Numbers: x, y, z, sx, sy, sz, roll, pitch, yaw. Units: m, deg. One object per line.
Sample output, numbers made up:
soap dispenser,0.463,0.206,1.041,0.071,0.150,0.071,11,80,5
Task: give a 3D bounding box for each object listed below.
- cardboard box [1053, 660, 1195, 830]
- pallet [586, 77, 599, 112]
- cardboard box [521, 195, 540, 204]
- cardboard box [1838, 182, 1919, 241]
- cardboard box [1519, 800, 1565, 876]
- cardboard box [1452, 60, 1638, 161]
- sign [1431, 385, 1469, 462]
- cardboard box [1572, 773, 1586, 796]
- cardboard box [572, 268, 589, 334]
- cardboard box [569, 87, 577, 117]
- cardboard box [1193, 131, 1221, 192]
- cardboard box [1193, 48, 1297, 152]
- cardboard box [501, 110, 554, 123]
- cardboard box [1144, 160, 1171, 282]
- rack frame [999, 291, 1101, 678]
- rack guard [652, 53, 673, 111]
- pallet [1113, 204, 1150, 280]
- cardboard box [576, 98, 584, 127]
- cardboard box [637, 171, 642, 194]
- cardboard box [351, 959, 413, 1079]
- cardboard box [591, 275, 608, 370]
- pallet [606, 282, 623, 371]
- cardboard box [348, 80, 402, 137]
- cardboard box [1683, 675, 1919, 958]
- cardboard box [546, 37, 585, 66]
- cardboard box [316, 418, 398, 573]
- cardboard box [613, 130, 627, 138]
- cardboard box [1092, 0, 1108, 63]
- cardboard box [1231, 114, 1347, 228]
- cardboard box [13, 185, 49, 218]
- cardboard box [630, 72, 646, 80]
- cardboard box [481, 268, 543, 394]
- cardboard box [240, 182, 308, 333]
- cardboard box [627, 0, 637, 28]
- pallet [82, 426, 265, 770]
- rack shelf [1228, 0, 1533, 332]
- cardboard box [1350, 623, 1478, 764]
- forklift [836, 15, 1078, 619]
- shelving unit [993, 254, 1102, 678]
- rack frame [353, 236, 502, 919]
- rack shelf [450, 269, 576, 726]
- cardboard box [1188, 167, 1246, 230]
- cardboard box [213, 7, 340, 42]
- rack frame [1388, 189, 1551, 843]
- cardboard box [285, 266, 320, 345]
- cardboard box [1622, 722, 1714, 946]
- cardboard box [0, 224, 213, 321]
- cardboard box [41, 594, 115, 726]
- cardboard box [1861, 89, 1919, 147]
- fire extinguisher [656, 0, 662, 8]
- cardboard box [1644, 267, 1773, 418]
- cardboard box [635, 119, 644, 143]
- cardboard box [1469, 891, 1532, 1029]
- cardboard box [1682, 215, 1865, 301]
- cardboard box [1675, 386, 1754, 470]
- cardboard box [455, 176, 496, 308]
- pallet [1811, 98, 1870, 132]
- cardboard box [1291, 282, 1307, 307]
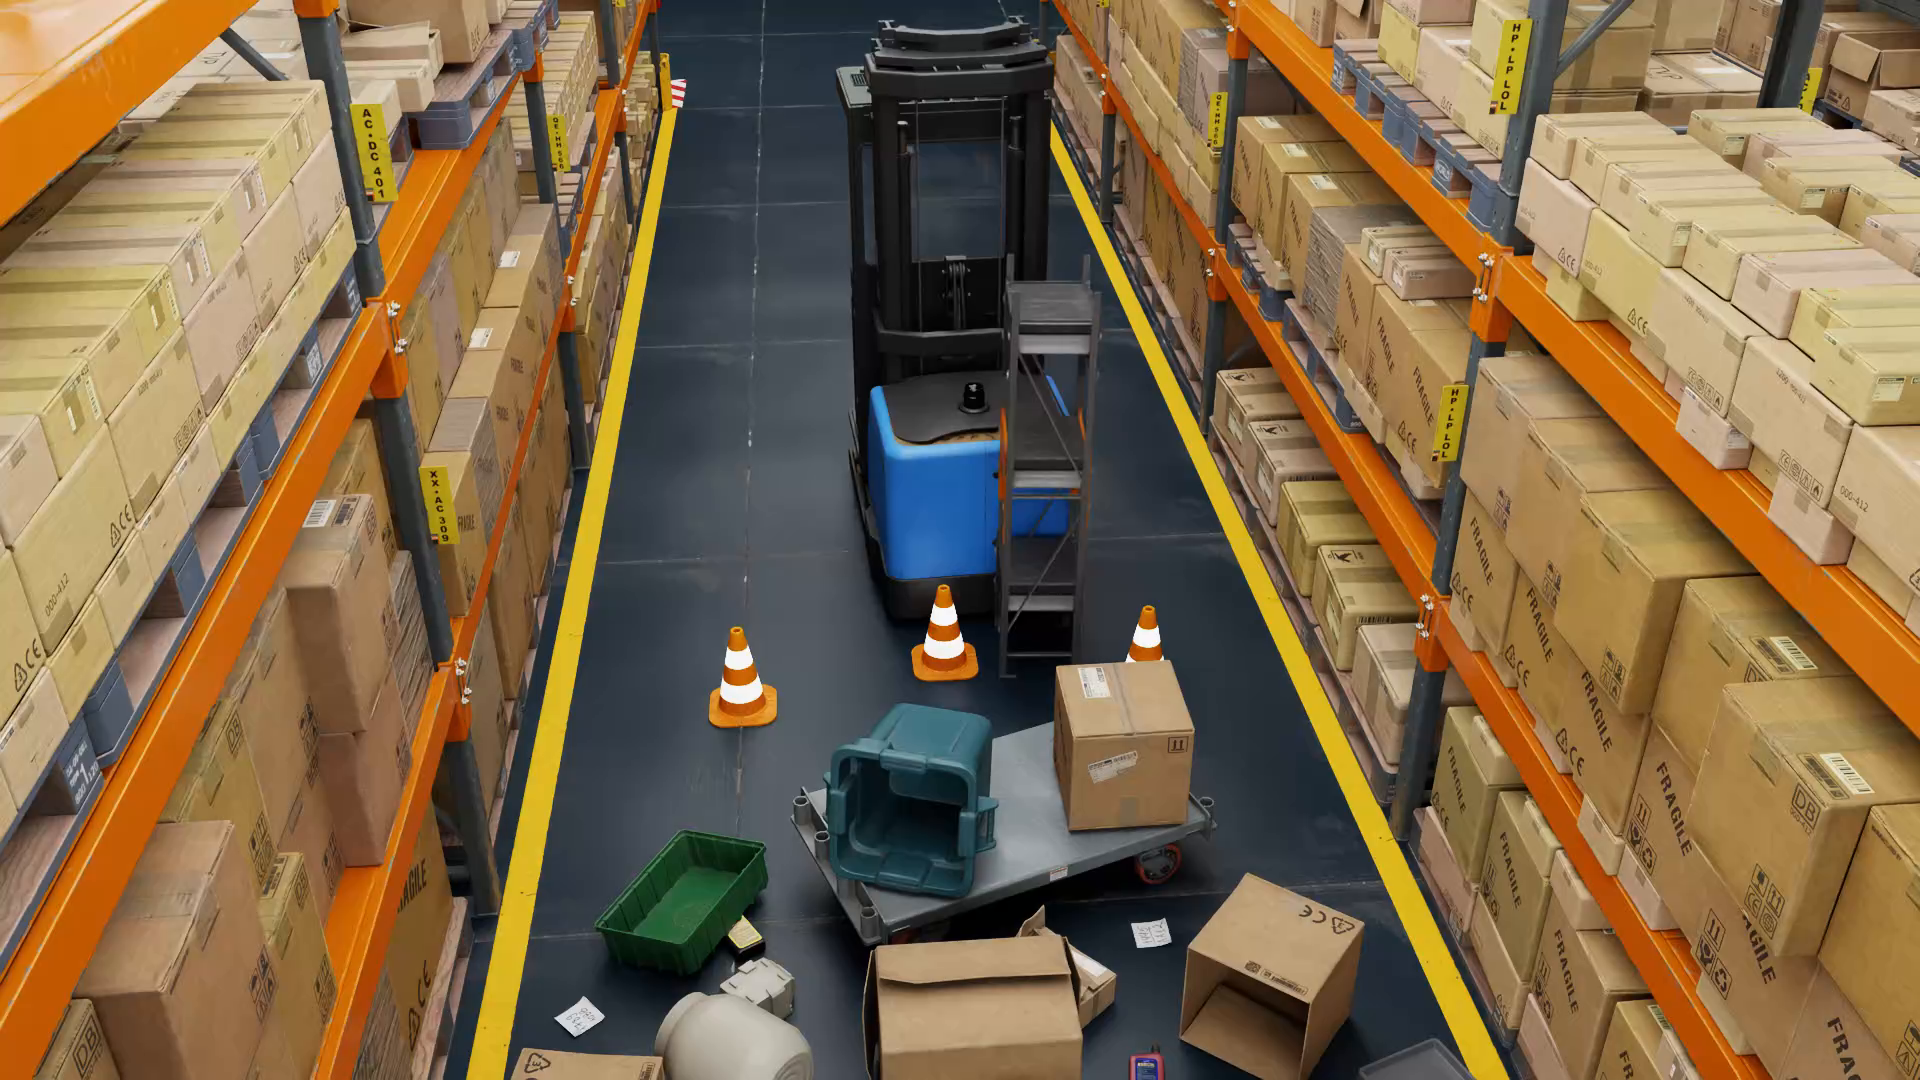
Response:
cardboard box,0.683,0.867,7.073,0.500,0.500,0.500,-3,31,-5
pallet,-3.287,-3.298,12.533,1.003,0.211,1.213,-3,31,-5
cardboard box,-2.681,-2.046,10.085,0.380,0.149,0.250,-3,31,-5
cardboard box,2.891,-0.960,4.975,0.380,0.149,0.250,-2,31,-3
cardboard box,2.241,1.061,5.956,0.380,0.149,0.250,-2,31,-3
cardboard box,2.254,-1.677,6.444,0.500,0.250,0.500,-3,31,-6
sign,1.901,-0.450,6.450,0.100,0.325,0.005,-3,31,-5
cardboard box,2.338,0.825,5.688,0.380,0.149,0.250,-3,31,-5
cardboard box,-2.663,-1.528,10.680,0.500,0.250,0.500,-4,31,-7
cardboard box,-2.836,-2.987,11.371,0.380,0.149,0.250,-2,31,-3
cardboard box,1.781,-2.409,10.517,0.500,0.250,0.500,-3,31,-5
cardboard box,1.770,-2.748,10.352,0.500,0.500,0.500,-4,31,-6
cardboard box,-2.736,-2.571,10.384,0.380,0.149,0.250,-3,31,-5
cardboard box,1.935,-2.561,12.775,0.875,0.875,0.875,-2,31,-3
rack frame,0.419,-0.206,8.019,0.400,2.100,0.015,0,30,-2
rack guard,-3.580,-4.708,17.144,1.175,0.500,0.348,-3,31,-5
pallet,1.852,-2.479,13.694,1.003,0.211,1.213,-3,31,-5
cardboard box,-2.854,-2.992,11.669,0.380,0.149,0.250,-1,31,-2
cardboard box,-2.953,-3.071,14.337,0.380,0.149,0.250,-2,31,-3
cardboard box,-2.389,1.823,5.435,0.875,0.875,0.875,-3,31,-4
cardboard box,-2.702,-1.472,11.318,0.500,0.500,0.500,-2,31,-4
pallet,-3.022,-1.559,12.153,1.003,0.211,1.213,-3,31,-5
cardboard box,-2.316,-1.638,6.379,0.250,0.149,0.380,-3,31,-5
cardboard box,2.372,0.696,4.297,0.700,0.500,0.500,-3,31,-5
cardboard box,-2.909,-3.507,11.951,0.380,0.149,0.250,-3,31,-5
cardboard box,-2.466,-0.031,5.677,0.875,0.550,0.550,-3,31,-5
cardboard box,-3.079,-3.445,14.383,0.380,0.149,0.250,-3,31,-5
cardboard box,1.408,-4.334,13.983,0.500,0.500,0.500,-2,31,-4
cardboard box,1.891,-2.134,9.601,0.500,0.500,0.500,-4,31,-6
cardboard box,-2.722,-0.977,4.496,0.380,0.149,0.250,-3,31,-5
cardboard box,-3.207,-4.381,15.950,0.380,0.149,0.250,-4,31,-7
cardboard box,-2.439,-1.051,8.487,0.500,0.500,0.500,-3,31,-5
cardboard box,-2.118,-0.770,4.538,0.500,0.250,0.500,-3,31,-5
cardboard box,-3.074,-4.724,14.346,0.500,0.500,0.500,-3,31,-6
pallet,-2.289,0.097,3.824,1.003,0.211,1.213,-3,31,-5
rack shelf,2.266,-1.982,7.919,1.077,0.370,4.000,-3,31,-5
cardboard box,2.401,0.698,7.809,0.950,0.372,0.625,-2,31,-4
forklift,-0.094,-1.575,9.529,1.130,2.935,3.031,-4,31,-7
shelving unit,0.412,-0.327,8.231,0.431,2.100,0.503,0,30,-2
rack frame,-2.466,0.307,6.311,1.000,3.000,0.127,-3,31,-5
rack shelf,-2.653,-0.405,8.205,1.077,0.370,4.000,-3,31,-5
cardboard box,1.773,-2.205,10.663,0.500,0.250,0.500,-4,31,-6
cardboard box,-2.849,-2.050,6.912,0.500,0.311,0.500,-4,31,-6
rack frame,2.453,0.018,6.794,1.000,3.000,0.127,-3,31,-5
cardboard box,-2.064,-0.665,4.751,0.380,0.149,0.250,-2,31,-4
cardboard box,2.387,0.855,5.006,0.500,0.500,0.500,-2,31,-4
cardboard box,-1.997,-0.623,3.902,0.380,0.149,0.250,-3,31,-5
cardboard box,-1.900,0.240,3.236,0.380,0.149,0.250,-3,31,-4
cardboard box,6.600,-2.903,11.421,0.500,0.250,0.500,-4,31,-7
fire extinguisher,-3.151,-5.777,16.936,0.296,0.674,0.183,-3,31,-5
cardboard box,2.313,-0.576,4.720,0.500,0.250,0.500,-2,31,-4
cardboard box,-3.086,-3.721,15.135,0.380,0.149,0.250,-3,31,-5
cardboard box,2.300,1.605,6.410,0.500,0.250,0.500,-1,31,-2
cardboard box,2.298,-0.801,4.709,0.380,0.149,0.250,-4,31,-6
cardboard box,2.271,-0.328,4.694,0.380,0.149,0.250,-3,31,-6
cardboard box,-2.709,-1.458,8.193,0.700,0.500,0.500,-3,31,-5
pallet,6.834,-3.174,12.326,1.003,0.211,1.213,-3,31,-5
cardboard box,2.002,-1.373,8.959,0.380,0.149,0.250,-1,31,-2
